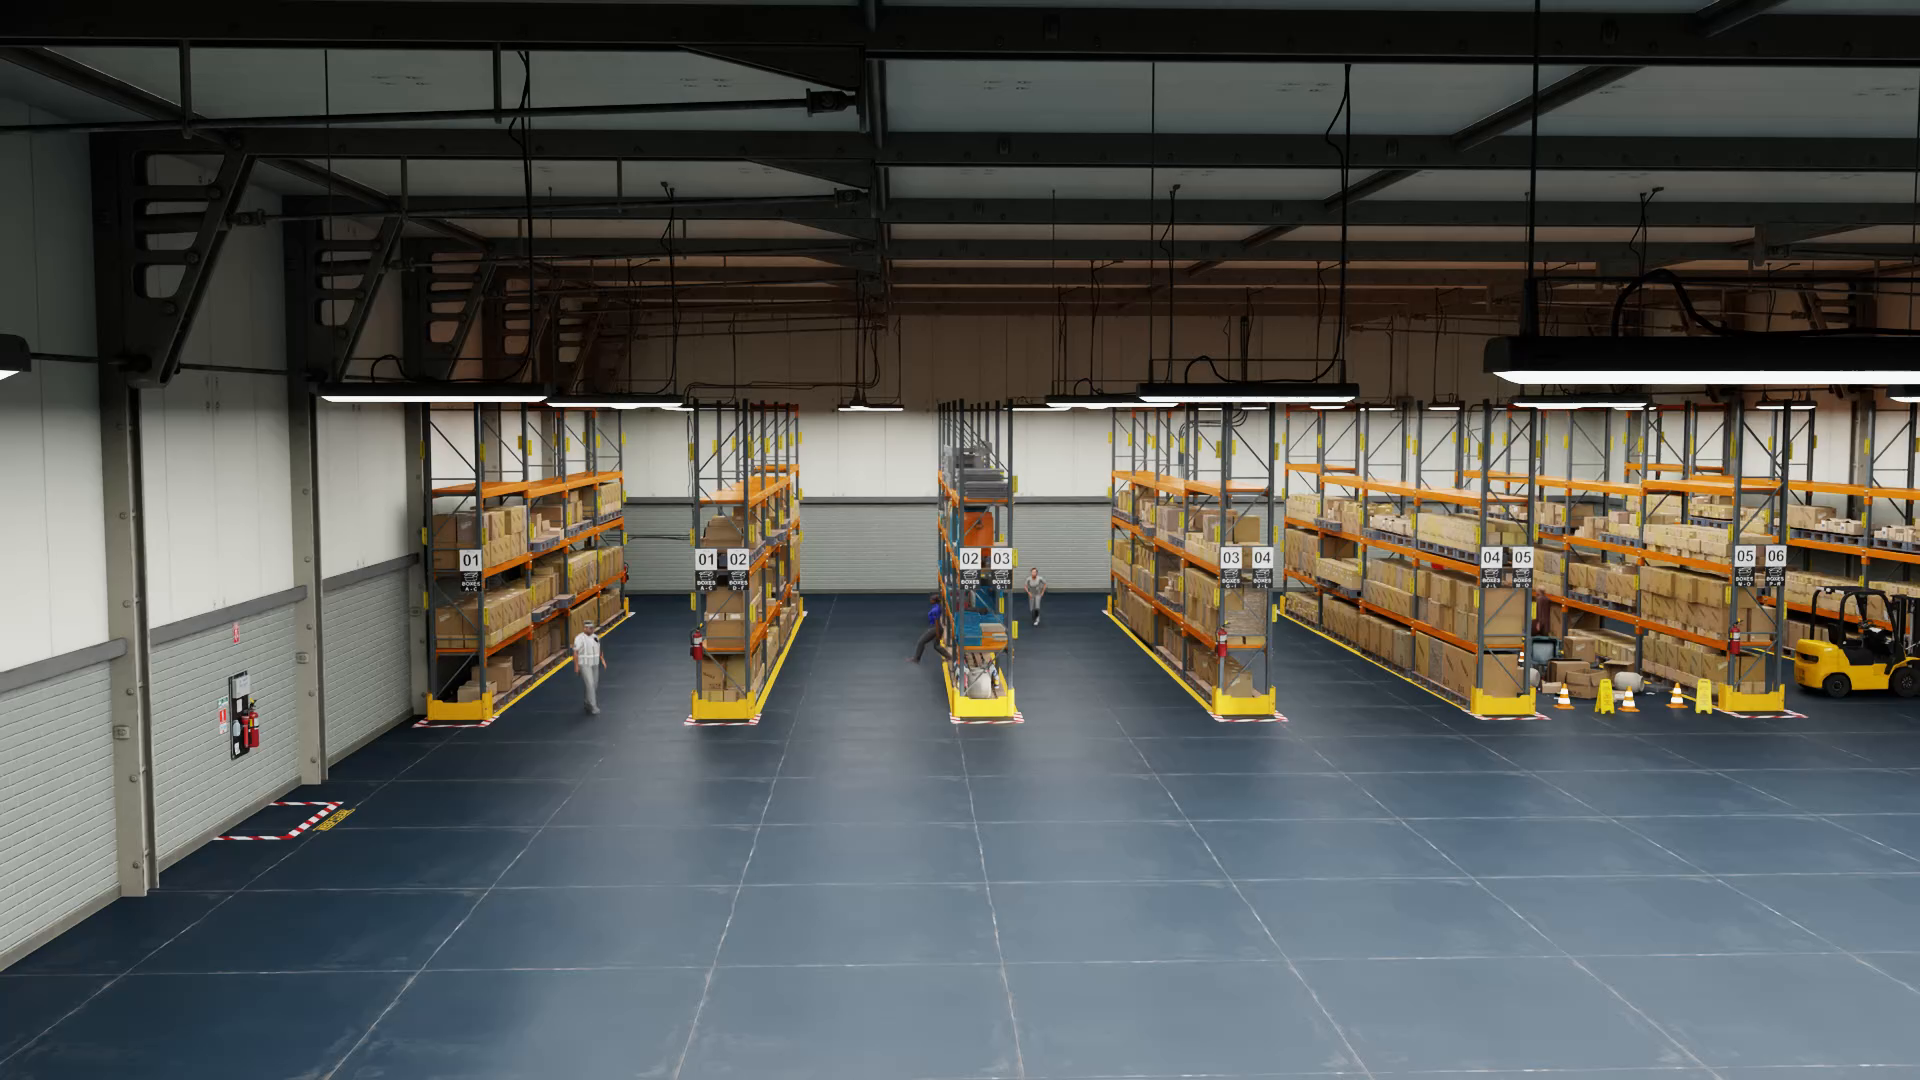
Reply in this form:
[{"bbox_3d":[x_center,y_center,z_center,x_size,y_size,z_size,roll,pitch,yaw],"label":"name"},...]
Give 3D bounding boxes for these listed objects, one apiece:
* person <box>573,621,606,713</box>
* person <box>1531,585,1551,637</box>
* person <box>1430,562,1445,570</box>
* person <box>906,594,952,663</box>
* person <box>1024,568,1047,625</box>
[{"bbox_3d":[-7.102,2.439,32.155,0.798,1.749,0.564,3,5,37],"label":"person"},{"bbox_3d":[13.401,2.046,38.256,0.572,1.618,0.594,-1,4,-15],"label":"person"},{"bbox_3d":[14.452,1.057,50.221,0.986,1.684,0.535,-1,4,-8],"label":"person"},{"bbox_3d":[-0.640,1.953,36.557,1.036,1.521,0.469,2,5,21],"label":"person"},{"bbox_3d":[2.049,1.523,44.958,0.595,1.581,0.698,1,4,10],"label":"person"}]
